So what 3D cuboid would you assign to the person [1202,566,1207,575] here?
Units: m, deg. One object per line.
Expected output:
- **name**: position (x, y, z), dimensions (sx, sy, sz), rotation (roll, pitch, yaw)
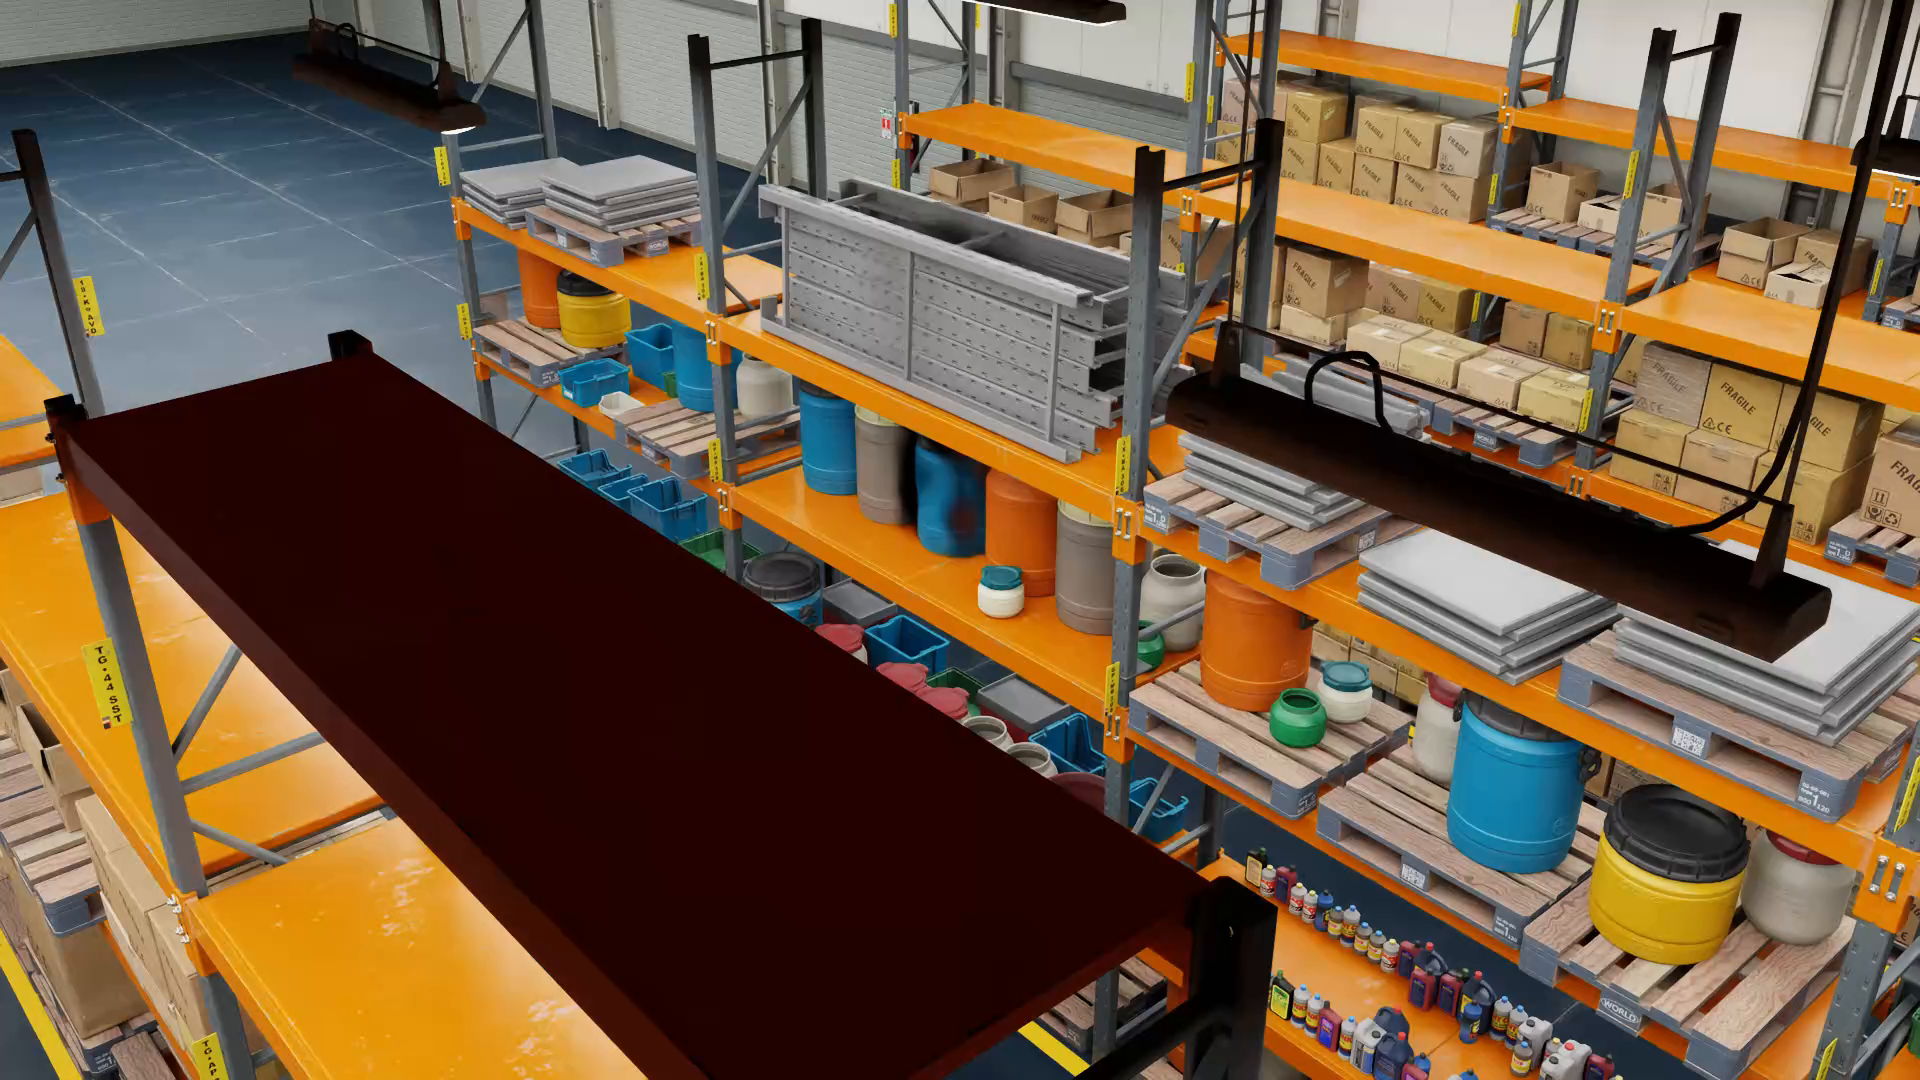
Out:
- **person**: position (2.104, 0.961, 13.822), dimensions (0.864, 1.681, 0.702), rotation (11, 29, 21)
